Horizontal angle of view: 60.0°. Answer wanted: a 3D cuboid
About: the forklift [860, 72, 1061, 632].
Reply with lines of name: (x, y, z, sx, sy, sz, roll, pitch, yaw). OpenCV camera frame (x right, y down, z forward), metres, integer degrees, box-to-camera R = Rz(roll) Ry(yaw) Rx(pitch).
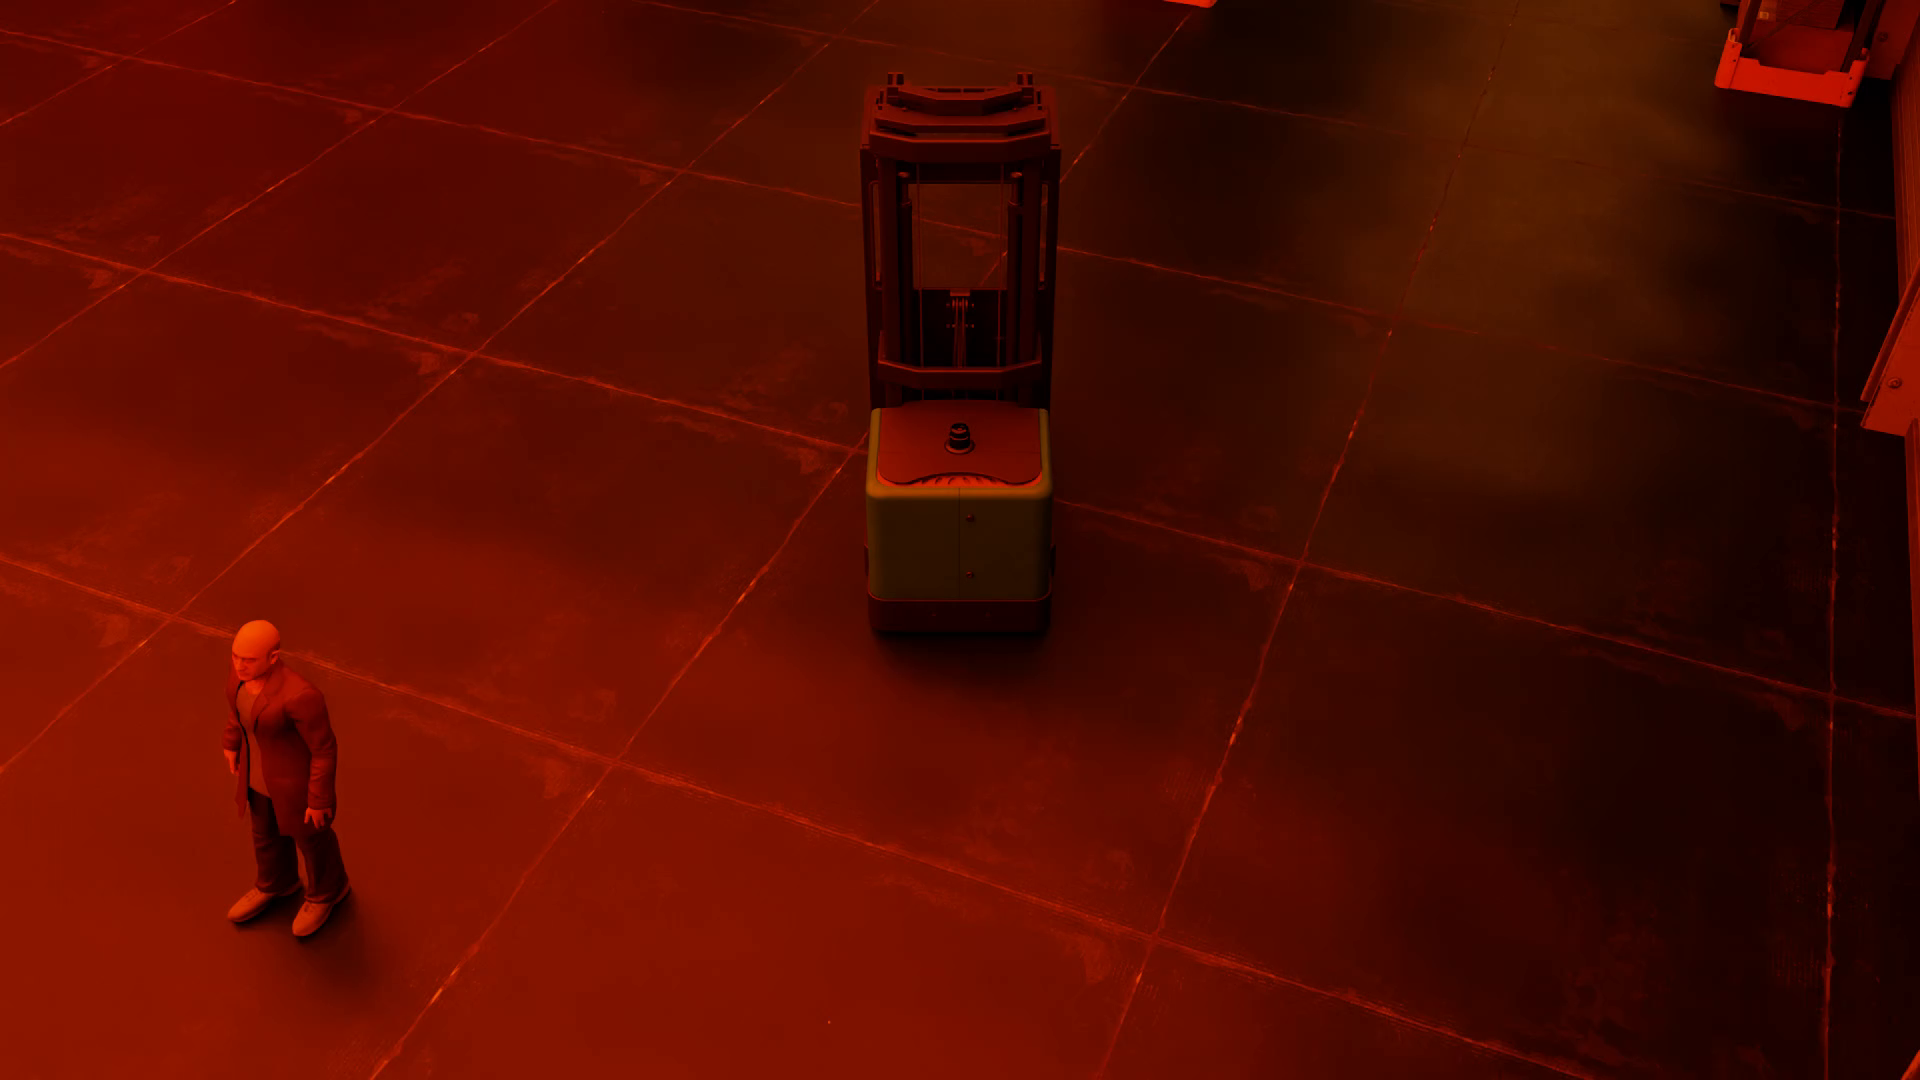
forklift: (0.002, -1.515, 9.816, 1.130, 2.935, 3.031, 0, 40, 0)

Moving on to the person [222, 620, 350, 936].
person: (-3.141, 1.121, 7.554, 0.694, 1.776, 0.582, 23, 45, 25)
